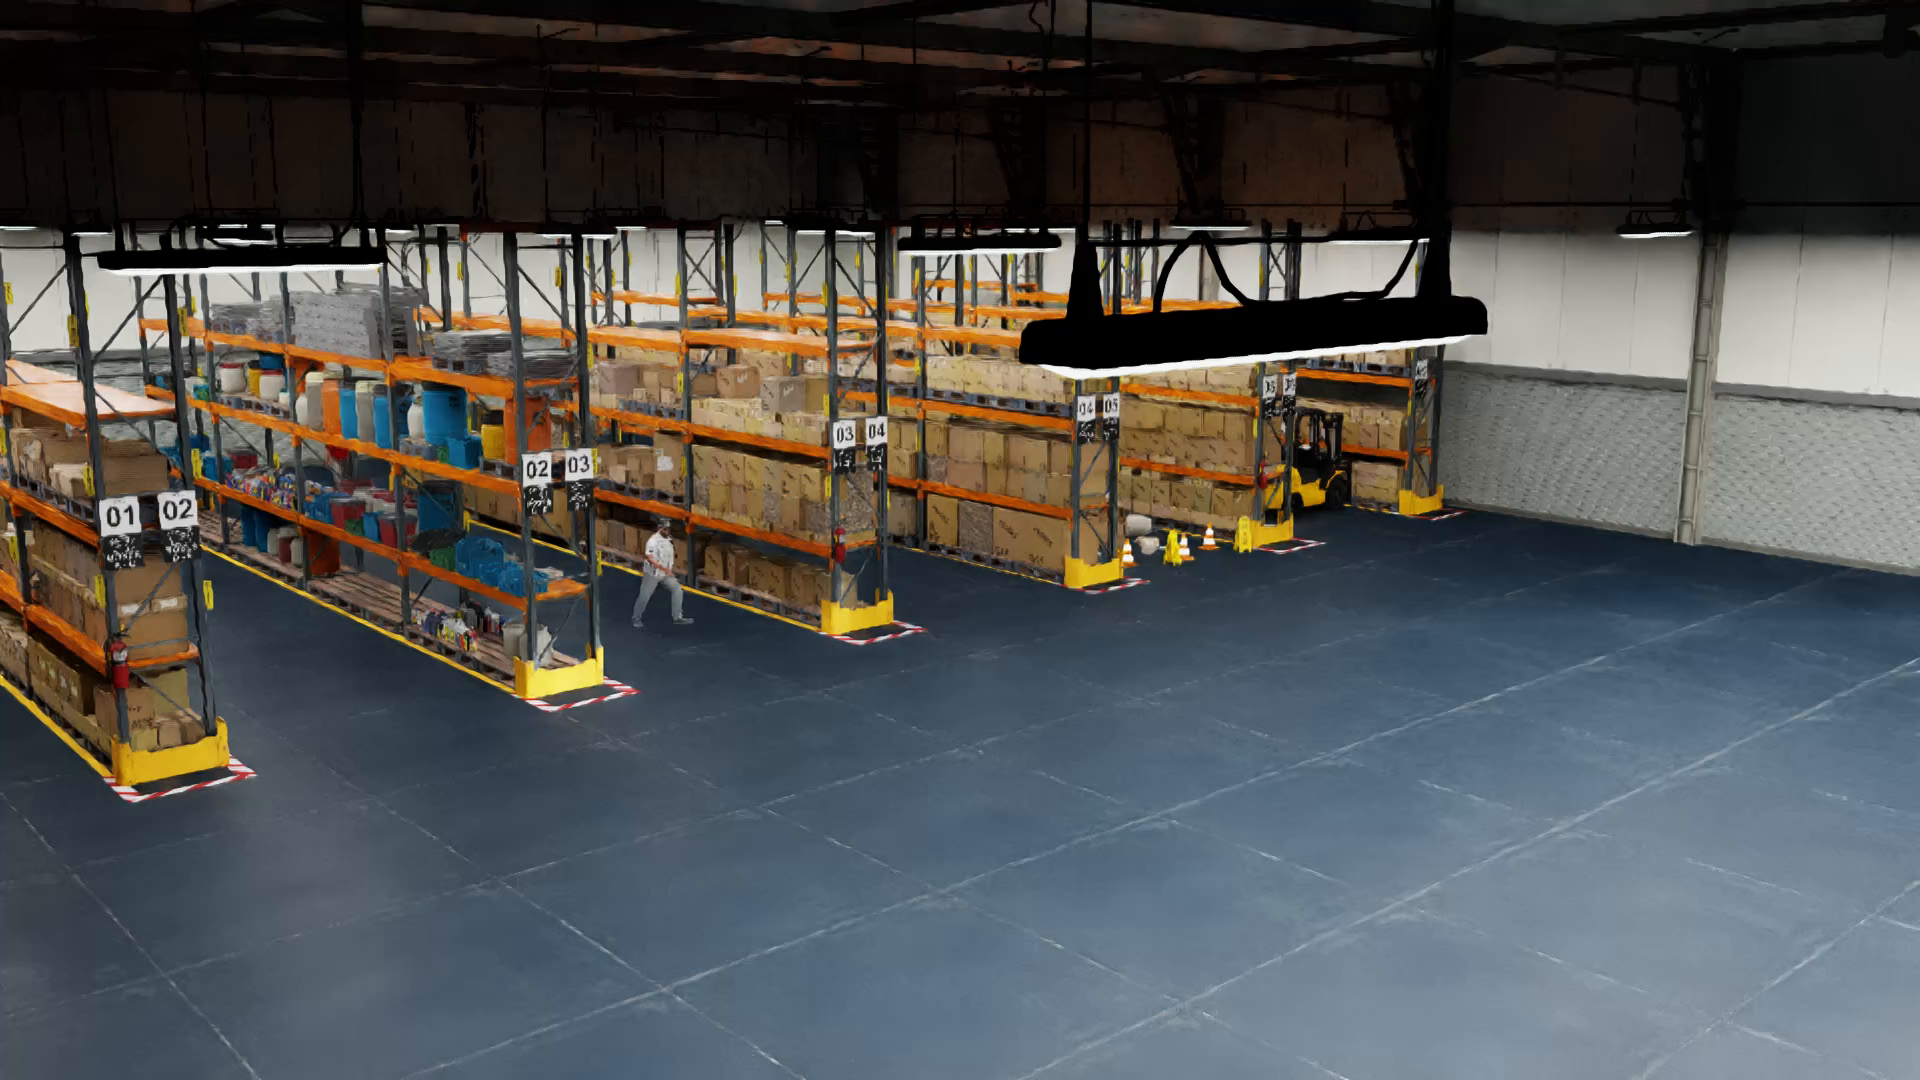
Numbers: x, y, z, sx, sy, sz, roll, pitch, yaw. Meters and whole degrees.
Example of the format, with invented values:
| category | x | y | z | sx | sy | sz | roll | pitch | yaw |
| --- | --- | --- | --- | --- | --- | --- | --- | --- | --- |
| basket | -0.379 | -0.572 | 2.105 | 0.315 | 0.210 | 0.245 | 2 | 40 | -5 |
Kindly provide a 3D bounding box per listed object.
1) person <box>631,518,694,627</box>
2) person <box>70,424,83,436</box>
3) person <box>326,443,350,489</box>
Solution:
| category | x | y | z | sx | sy | sz | roll | pitch | yaw |
| --- | --- | --- | --- | --- | --- | --- | --- | --- | --- |
| person | -4.566 | 0.472 | 25.204 | 0.863 | 1.690 | 0.700 | 7 | 13 | 31 |
| person | -18.927 | -1.622 | 35.469 | 0.514 | 1.760 | 0.747 | 1 | 11 | 6 |
| person | -13.427 | -1.709 | 36.082 | 0.540 | 1.646 | 1.130 | -11 | 16 | -42 |
